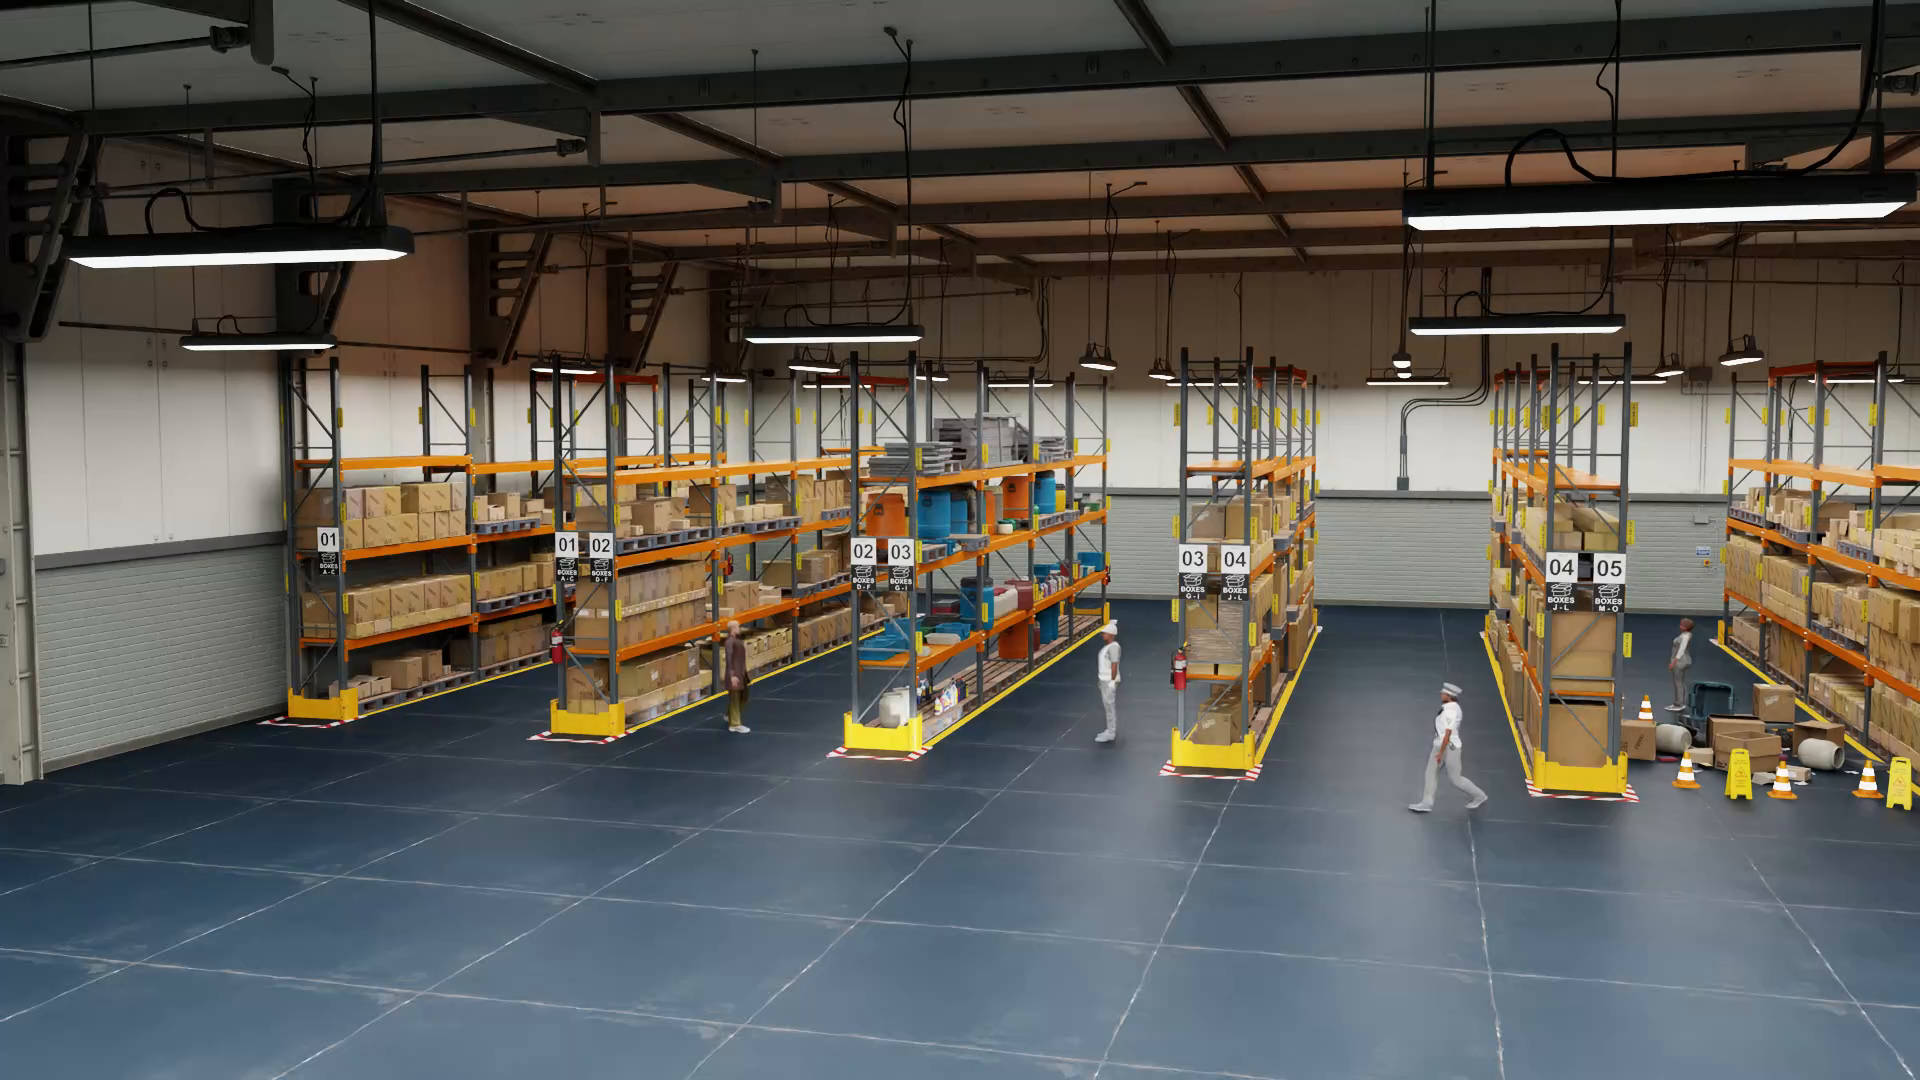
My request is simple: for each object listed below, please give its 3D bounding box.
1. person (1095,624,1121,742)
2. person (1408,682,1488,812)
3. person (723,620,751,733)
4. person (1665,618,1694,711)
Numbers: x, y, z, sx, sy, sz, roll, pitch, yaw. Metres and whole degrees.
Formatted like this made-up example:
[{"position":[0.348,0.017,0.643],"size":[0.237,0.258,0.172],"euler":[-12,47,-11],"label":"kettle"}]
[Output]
[{"position":[2.286,2.206,25.945],"size":[0.425,1.789,0.622],"euler":[0,4,-4],"label":"person"},{"position":[6.196,2.626,21.042],"size":[0.926,1.656,0.431],"euler":[-1,4,-7],"label":"person"},{"position":[-3.598,2.172,26.638],"size":[0.576,1.797,0.659],"euler":[1,4,12],"label":"person"},{"position":[12.278,2.128,28.366],"size":[0.499,1.612,0.419],"euler":[-4,6,-45],"label":"person"}]
